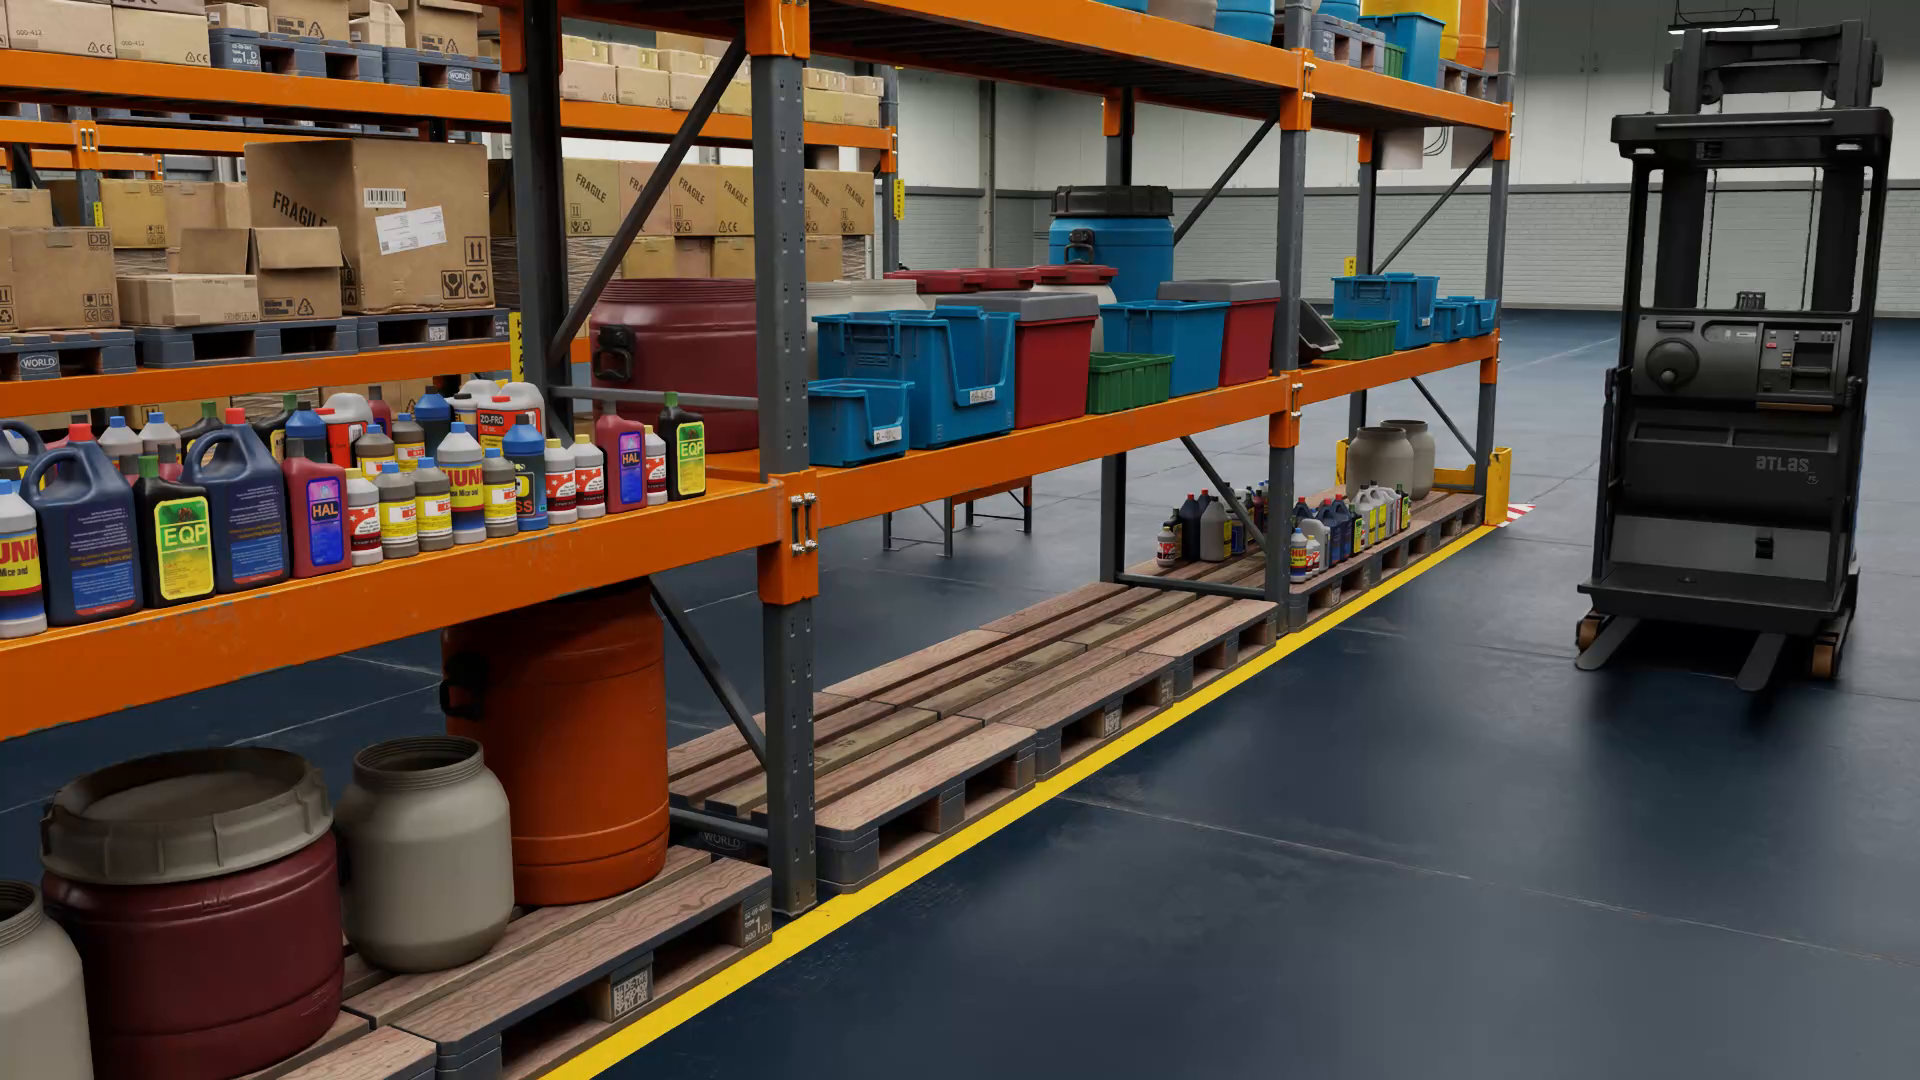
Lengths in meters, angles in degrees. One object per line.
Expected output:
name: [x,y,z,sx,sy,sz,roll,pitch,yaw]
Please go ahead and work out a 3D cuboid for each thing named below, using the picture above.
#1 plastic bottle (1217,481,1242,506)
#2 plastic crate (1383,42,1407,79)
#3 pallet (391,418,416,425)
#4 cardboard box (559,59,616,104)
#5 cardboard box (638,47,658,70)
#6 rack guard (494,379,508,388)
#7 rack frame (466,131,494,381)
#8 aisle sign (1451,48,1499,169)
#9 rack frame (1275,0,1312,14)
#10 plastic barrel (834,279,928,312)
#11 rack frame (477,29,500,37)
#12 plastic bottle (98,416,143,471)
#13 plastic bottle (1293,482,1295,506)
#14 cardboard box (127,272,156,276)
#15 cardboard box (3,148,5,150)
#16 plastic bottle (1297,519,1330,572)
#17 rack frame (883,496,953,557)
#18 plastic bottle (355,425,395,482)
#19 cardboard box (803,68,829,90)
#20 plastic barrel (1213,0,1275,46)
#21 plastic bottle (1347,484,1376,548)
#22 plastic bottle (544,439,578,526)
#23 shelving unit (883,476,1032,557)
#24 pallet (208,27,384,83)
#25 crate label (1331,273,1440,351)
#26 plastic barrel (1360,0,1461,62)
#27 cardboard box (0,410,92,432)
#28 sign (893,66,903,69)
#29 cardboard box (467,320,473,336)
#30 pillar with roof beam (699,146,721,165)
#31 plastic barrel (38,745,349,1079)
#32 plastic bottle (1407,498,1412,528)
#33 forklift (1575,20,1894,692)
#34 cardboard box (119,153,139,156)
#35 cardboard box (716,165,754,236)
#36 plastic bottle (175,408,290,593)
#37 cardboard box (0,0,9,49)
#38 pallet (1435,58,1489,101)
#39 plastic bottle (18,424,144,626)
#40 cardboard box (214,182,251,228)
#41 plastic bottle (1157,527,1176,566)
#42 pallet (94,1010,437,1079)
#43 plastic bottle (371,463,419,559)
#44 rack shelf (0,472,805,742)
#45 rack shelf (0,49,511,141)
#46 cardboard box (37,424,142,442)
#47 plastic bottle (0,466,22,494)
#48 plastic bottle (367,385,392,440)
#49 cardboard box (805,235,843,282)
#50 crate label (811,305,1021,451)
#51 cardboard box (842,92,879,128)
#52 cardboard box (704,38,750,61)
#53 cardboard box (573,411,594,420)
plastic bottle: [1.545,-0.166,9.605,0.144,0.351,0.185,6,12,30]
plastic crate: [2.242,-2.634,9.211,0.336,0.188,0.450,6,12,31]
pallet: [-5.501,-1.130,16.330,1.003,0.211,1.213,6,12,31]
cardboard box: [-2.591,-2.962,10.794,0.500,0.250,0.500,6,12,28]
cardboard box: [-2.281,-3.265,11.330,0.380,0.149,0.250,7,13,32]
rack guard: [-5.141,-1.409,17.035,1.175,0.500,0.348,6,12,31]
rack frame: [-5.153,-2.634,16.785,1.000,3.000,0.127,6,12,31]
aisle sign: [3.558,-2.931,11.311,0.394,0.787,0.004,6,12,31]
rack frame: [1.190,-3.990,7.729,1.000,3.000,0.127,6,12,31]
plastic barrel: [-0.317,-0.716,6.238,0.421,0.512,0.421,0,11,0]
rack frame: [-3.043,-4.464,10.257,1.000,3.000,0.127,6,12,31]
plastic bottle: [-1.951,-0.151,3.874,0.097,0.271,0.097,0,11,0]
plastic bottle: [2.059,-0.291,10.488,0.097,0.271,0.097,0,11,0]
cardboard box: [-4.485,-1.314,8.961,0.396,0.266,0.258,6,12,29]
cardboard box: [-10.071,-4.160,17.469,0.380,0.149,0.250,6,12,29]
plastic bottle: [1.874,0.019,8.821,0.152,0.276,0.135,7,13,33]
rack frame: [-0.267,-0.472,10.332,0.500,1.125,0.032,6,12,31]
plastic bottle: [-1.512,-0.196,4.304,0.097,0.201,0.097,0,11,0]
cardboard box: [-1.238,-3.542,12.810,0.380,0.149,0.250,6,12,31]
plastic barrel: [1.111,-2.662,7.421,0.600,0.901,0.708,6,12,31]
plastic bottle: [2.282,-0.140,9.467,0.144,0.351,0.185,6,12,30]
plastic bottle: [-0.978,-0.143,4.018,0.097,0.201,0.097,0,11,0]
shelving unit: [-0.004,-0.552,10.759,0.538,1.125,1.048,6,12,31]
pallet: [-3.991,-2.647,9.213,1.213,0.211,1.003,6,12,31]
crate label: [2.542,-1.373,9.954,0.502,0.435,0.616,6,12,31]
plastic barrel: [2.783,-3.253,10.287,0.600,0.588,0.600,0,11,0]
cardboard box: [-7.475,-0.999,13.026,1.050,0.750,0.750,6,12,30]
sign: [-0.503,-3.997,13.511,0.100,0.325,0.005,6,12,31]
cardboard box: [-3.183,-1.453,11.163,0.380,0.149,0.250,6,12,31]
pillar with roof beam: [-1.788,-8.909,34.004,9.100,9.000,0.548,6,12,31]
plastic barrel: [-1.713,0.822,3.736,0.600,0.588,0.708,6,12,31]
plastic bottle: [2.688,-0.181,10.092,0.097,0.201,0.097,0,11,0]
forklift: [3.603,-0.902,7.722,1.130,2.935,3.031,6,12,30]
cardboard box: [-9.382,-4.359,18.531,0.380,0.149,0.250,6,12,31]
cardboard box: [-1.824,-2.485,12.195,0.500,0.500,0.500,6,12,31]
plastic bottle: [-1.444,-0.083,3.295,0.144,0.351,0.185,6,12,31]
cardboard box: [-4.658,-2.336,7.451,0.500,0.250,0.500,7,12,32]
pallet: [2.753,-2.932,10.738,1.003,0.211,1.213,6,12,31]
plastic bottle: [-1.609,-0.033,3.028,0.144,0.351,0.185,6,12,31]
cardboard box: [-6.425,-2.833,14.509,0.875,0.550,0.550,6,12,31]
plastic bottle: [1.112,0.031,8.962,0.097,0.201,0.097,0,11,0]
pallet: [-1.895,1.277,3.473,1.003,0.211,1.213,6,12,31]
plastic bottle: [-1.231,-0.066,3.610,0.097,0.201,0.097,0,11,0]
rack shelf: [-1.925,0.256,3.307,1.077,0.370,4.000,6,12,31]
rack shelf: [-4.082,-2.321,8.919,1.077,0.370,4.000,6,12,31]
cardboard box: [-4.531,-0.435,8.598,0.500,0.250,0.500,8,13,37]
plastic bottle: [-1.735,0.001,3.060,0.097,0.271,0.097,0,11,0]
plastic bottle: [-1.597,-0.271,4.480,0.061,0.283,0.133,6,12,31]
cardboard box: [-1.433,-2.165,13.203,0.875,0.500,0.500,6,12,31]
crate label: [-0.140,-0.560,5.614,0.502,0.435,0.616,6,12,31]
cardboard box: [-1.000,-3.444,13.372,0.500,0.250,0.500,7,13,32]
cardboard box: [-1.555,-3.791,12.379,0.500,0.500,0.500,6,12,31]
cardboard box: [-2.511,-0.642,11.801,0.500,0.500,0.500,-9,14,-39]
